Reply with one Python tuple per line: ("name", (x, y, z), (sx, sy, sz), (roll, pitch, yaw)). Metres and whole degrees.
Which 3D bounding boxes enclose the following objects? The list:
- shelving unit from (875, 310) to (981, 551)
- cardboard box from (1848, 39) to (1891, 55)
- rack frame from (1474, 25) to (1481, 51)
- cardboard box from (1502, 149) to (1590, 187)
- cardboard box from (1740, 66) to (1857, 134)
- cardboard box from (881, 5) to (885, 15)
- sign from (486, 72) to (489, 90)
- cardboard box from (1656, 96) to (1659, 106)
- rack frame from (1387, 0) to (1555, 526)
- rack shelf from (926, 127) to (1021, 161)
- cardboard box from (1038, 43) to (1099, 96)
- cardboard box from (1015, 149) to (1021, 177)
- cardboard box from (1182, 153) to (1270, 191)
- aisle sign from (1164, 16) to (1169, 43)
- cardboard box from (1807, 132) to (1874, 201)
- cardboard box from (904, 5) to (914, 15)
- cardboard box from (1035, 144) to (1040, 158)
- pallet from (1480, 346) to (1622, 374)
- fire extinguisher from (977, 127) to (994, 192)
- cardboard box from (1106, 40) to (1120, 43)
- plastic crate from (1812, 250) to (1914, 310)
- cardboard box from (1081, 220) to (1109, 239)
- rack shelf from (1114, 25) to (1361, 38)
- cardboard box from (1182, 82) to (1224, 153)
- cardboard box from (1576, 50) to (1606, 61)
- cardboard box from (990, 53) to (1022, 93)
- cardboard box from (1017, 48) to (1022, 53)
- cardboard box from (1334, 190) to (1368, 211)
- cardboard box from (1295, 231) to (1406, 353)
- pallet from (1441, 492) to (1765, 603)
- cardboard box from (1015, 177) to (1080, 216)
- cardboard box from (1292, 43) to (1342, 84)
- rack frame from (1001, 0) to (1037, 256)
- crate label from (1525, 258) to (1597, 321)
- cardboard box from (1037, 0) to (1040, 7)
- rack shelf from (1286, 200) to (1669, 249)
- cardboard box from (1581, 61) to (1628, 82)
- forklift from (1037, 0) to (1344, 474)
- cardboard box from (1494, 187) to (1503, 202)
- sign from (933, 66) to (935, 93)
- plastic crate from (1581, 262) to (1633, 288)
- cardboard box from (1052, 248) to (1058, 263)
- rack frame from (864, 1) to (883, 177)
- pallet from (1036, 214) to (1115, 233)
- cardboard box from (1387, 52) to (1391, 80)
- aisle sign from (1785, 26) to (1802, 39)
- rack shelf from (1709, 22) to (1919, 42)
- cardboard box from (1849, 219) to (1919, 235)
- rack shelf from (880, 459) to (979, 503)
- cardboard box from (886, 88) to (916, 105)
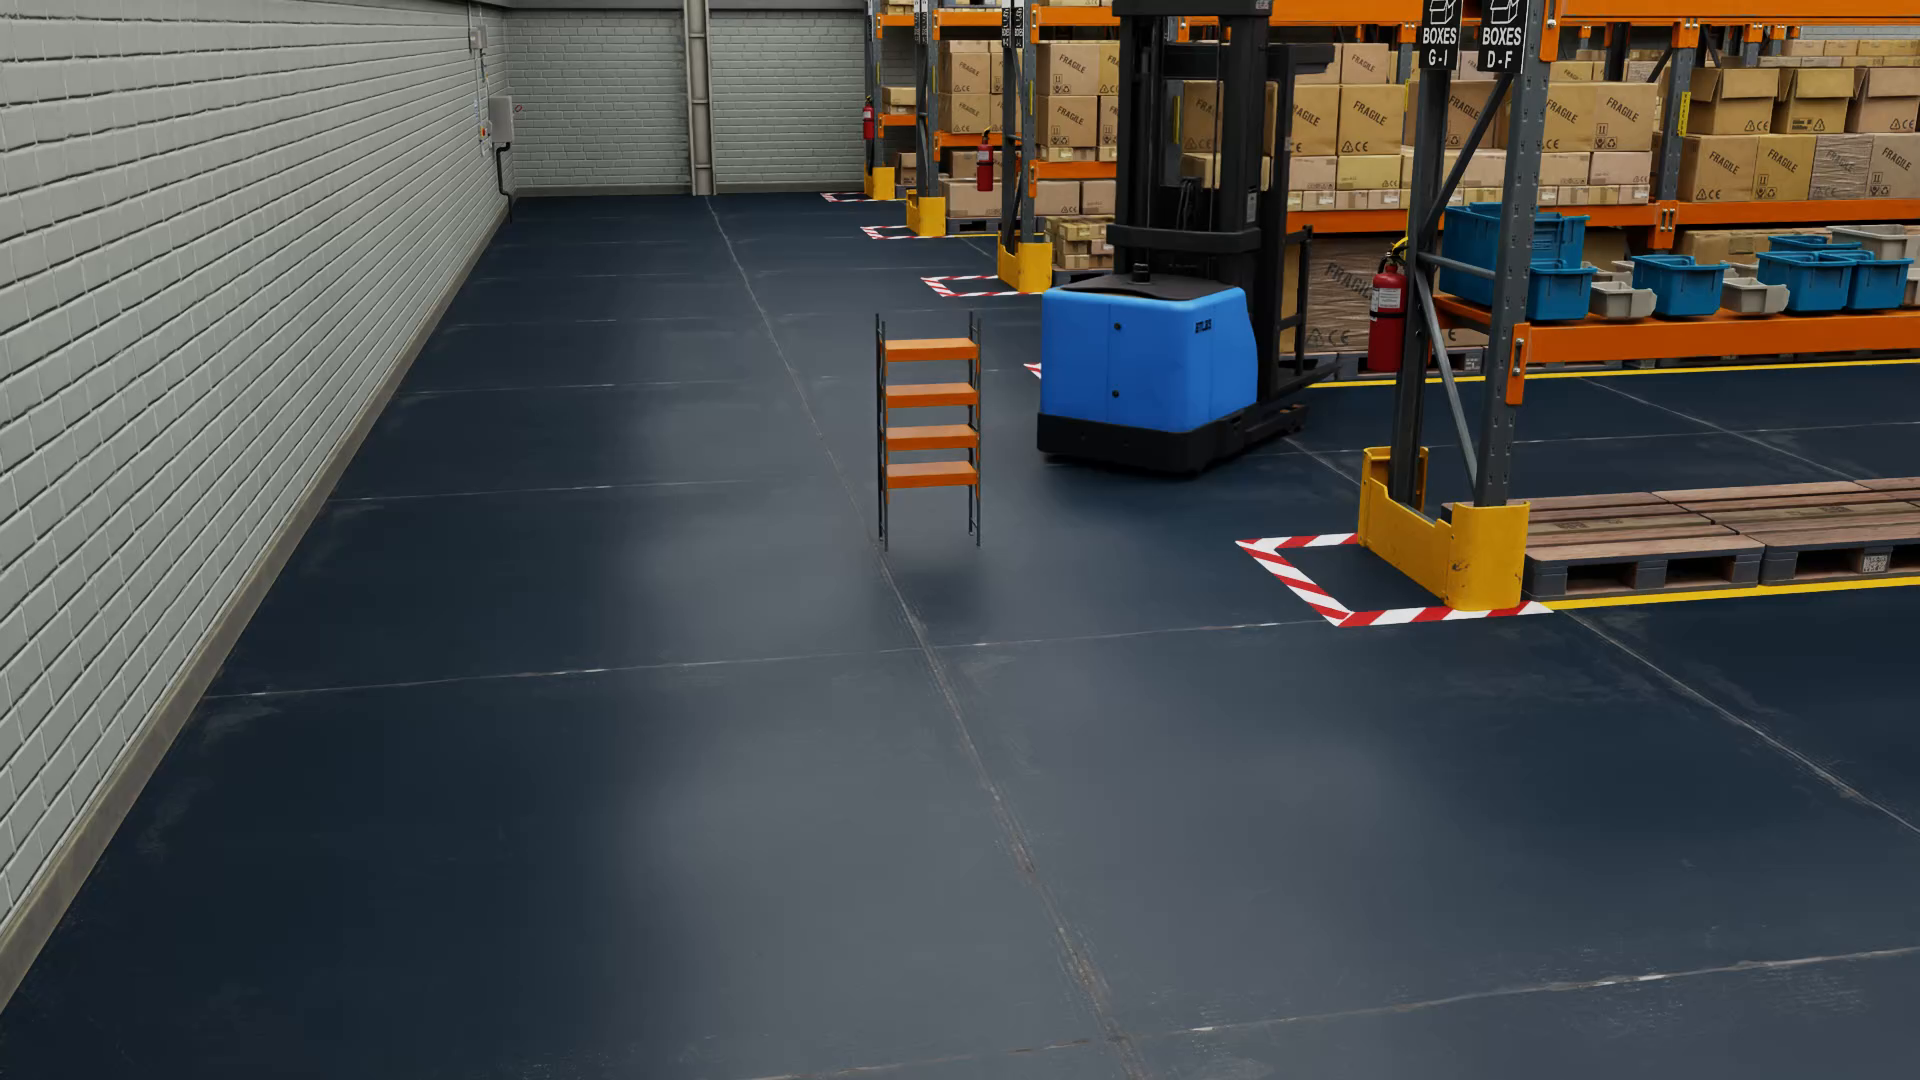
("shelving unit", (-0.163, -0.564, 8.606), (0.503, 1.200, 0.258), (-3, 17, -10))
("cardboard box", (12.823, -6.906, 23.807), (0.500, 0.500, 0.700), (-4, 17, -12))
("rack frame", (7.419, -6.011, 23.273), (0.127, 3.000, 1.000), (-3, 17, -10))
("cardboard box", (4.480, -2.872, 12.802), (0.500, 0.250, 0.500), (-3, 17, -9))
("cardboard box", (6.673, -3.531, 13.321), (0.637, 0.503, 0.797), (-3, 17, -10))
("cardboard box", (-1.111, -8.394, 26.352), (0.250, 0.149, 0.380), (-3, 17, -9))
("sign", (-6.416, -6.225, 22.565), (0.001, 0.242, 0.339), (-3, 17, -10))
("cardboard box", (7.297, -4.751, 17.871), (0.250, 0.149, 0.380), (-3, 17, -9))
("rack frame", (2.384, -1.281, 7.872), (0.127, 3.000, 1.000), (-3, 17, -10))
("rack shelf", (1.528, -5.333, 22.290), (4.000, 0.370, 1.077), (-3, 17, -10))
("cardboard box", (1.094, -4.760, 16.821), (0.500, 0.500, 0.500), (-3, 17, -11))
("cardboard box", (1.103, -6.103, 27.114), (0.500, 0.500, 0.700), (-4, 18, -13))
("cardboard box", (1.967, -2.728, 12.333), (0.500, 0.250, 0.500), (-4, 17, -12))
("aisle sign", (1.431, -3.861, 11.844), (0.004, 0.787, 0.394), (-3, 17, -10))
("cardboard box", (6.856, -2.989, 13.263), (0.500, 0.500, 0.500), (-4, 17, -12))
("cardboard box", (-0.771, -8.283, 25.988), (0.250, 0.149, 0.380), (-3, 17, -9))
("cardboard box", (0.869, -4.123, 17.556), (0.250, 0.149, 0.380), (-3, 17, -10))
("pallet", (4.610, -1.578, 13.591), (1.213, 0.211, 1.003), (-3, 17, -10))
("fire extinguisher", (0.268, -4.048, 17.648), (0.183, 0.674, 0.296), (-3, 17, -10))
("cardboard box", (1.983, -6.462, 21.764), (0.250, 0.149, 0.380), (-4, 17, -12))
("plastic crate", (4.276, -1.238, 7.917), (0.300, 0.233, 0.416), (-3, 17, -10))
("cardboard box", (1.429, -3.247, 17.403), (0.250, 0.149, 0.380), (-3, 17, -9))
("rack shelf", (4.510, -8.420, 27.233), (4.000, 0.370, 1.077), (-3, 17, -10))
("cardboard box", (1.873, -3.240, 12.724), (0.500, 0.500, 0.500), (-3, 17, -10))
("cardboard box", (8.972, -6.884, 23.619), (0.250, 0.149, 0.380), (-4, 18, -13))
("cardboard box", (0.596, -6.066, 21.580), (0.500, 0.500, 0.500), (-4, 17, -12))
("cardboard box", (0.741, -6.377, 21.488), (0.250, 0.149, 0.380), (-4, 17, -12))
("cardboard box", (2.864, -2.571, 12.500), (0.250, 0.149, 0.380), (-4, 17, -12))
("cardboard box", (2.951, -2.003, 13.127), (0.875, 0.875, 0.875), (-3, 17, -10))
("pallet", (3.201, 0.018, 8.395), (1.213, 0.211, 1.003), (-3, 17, -10))
("cardboard box", (1.090, -4.660, 22.524), (0.875, 0.438, 0.875), (-3, 17, -9))
("cardboard box", (3.613, -4.900, 17.277), (0.500, 0.500, 0.500), (-4, 17, -12))
("rack frame", (0.603, -4.144, 17.194), (0.127, 3.000, 1.000), (-3, 17, -10))
("crate label", (2.689, -1.148, 7.624), (0.303, 0.233, 0.416), (-3, 17, -10))
("cardboard box", (0.999, -5.608, 17.107), (0.500, 0.250, 0.500), (-4, 17, -12))
("rack shelf", (3.408, -2.476, 12.989), (4.000, 0.370, 1.077), (-3, 17, -10))
("cardboard box", (8.935, -6.422, 23.221), (0.500, 0.500, 0.500), (-3, 17, -10))
("forklift", (1.720, -2.178, 10.910), (1.130, 2.935, 3.031), (11, 20, 32))
("cardboard box", (4.124, -2.642, 12.733), (0.250, 0.149, 0.380), (-3, 17, -9))
("sign", (-0.336, -5.857, 21.161), (0.005, 0.325, 0.100), (-3, 17, -10))
("plastic crate", (3.150, -1.281, 8.220), (0.243, 0.136, 0.396), (-3, 17, -10))
("cardboard box", (1.080, -3.071, 17.842), (0.250, 0.149, 0.380), (-3, 17, -10))
("rack frame", (-1.381, -6.996, 26.480), (0.127, 3.000, 1.000), (-3, 17, -10))
("pallet", (1.530, -4.366, 22.668), (1.213, 0.211, 1.003), (-3, 17, -10))
("cardboard box", (5.472, -6.350, 22.502), (0.500, 0.500, 0.500), (-4, 17, -11))
("aisle sign", (14.449, -9.049, 28.736), (0.004, 0.787, 0.394), (-3, 17, -10))
("rack shelf", (10.421, -5.791, 18.673), (4.000, 0.370, 1.077), (-3, 17, -10))
("cardboard box", (7.741, -2.259, 13.962), (0.875, 0.875, 1.225), (-3, 17, -10))
("rack shelf", (-0.163, -0.310, 8.684), (0.480, 0.148, 0.258), (-3, 17, -10))
("cardboard box", (-0.884, -7.014, 26.288), (0.500, 0.250, 0.500), (-3, 17, -10))
